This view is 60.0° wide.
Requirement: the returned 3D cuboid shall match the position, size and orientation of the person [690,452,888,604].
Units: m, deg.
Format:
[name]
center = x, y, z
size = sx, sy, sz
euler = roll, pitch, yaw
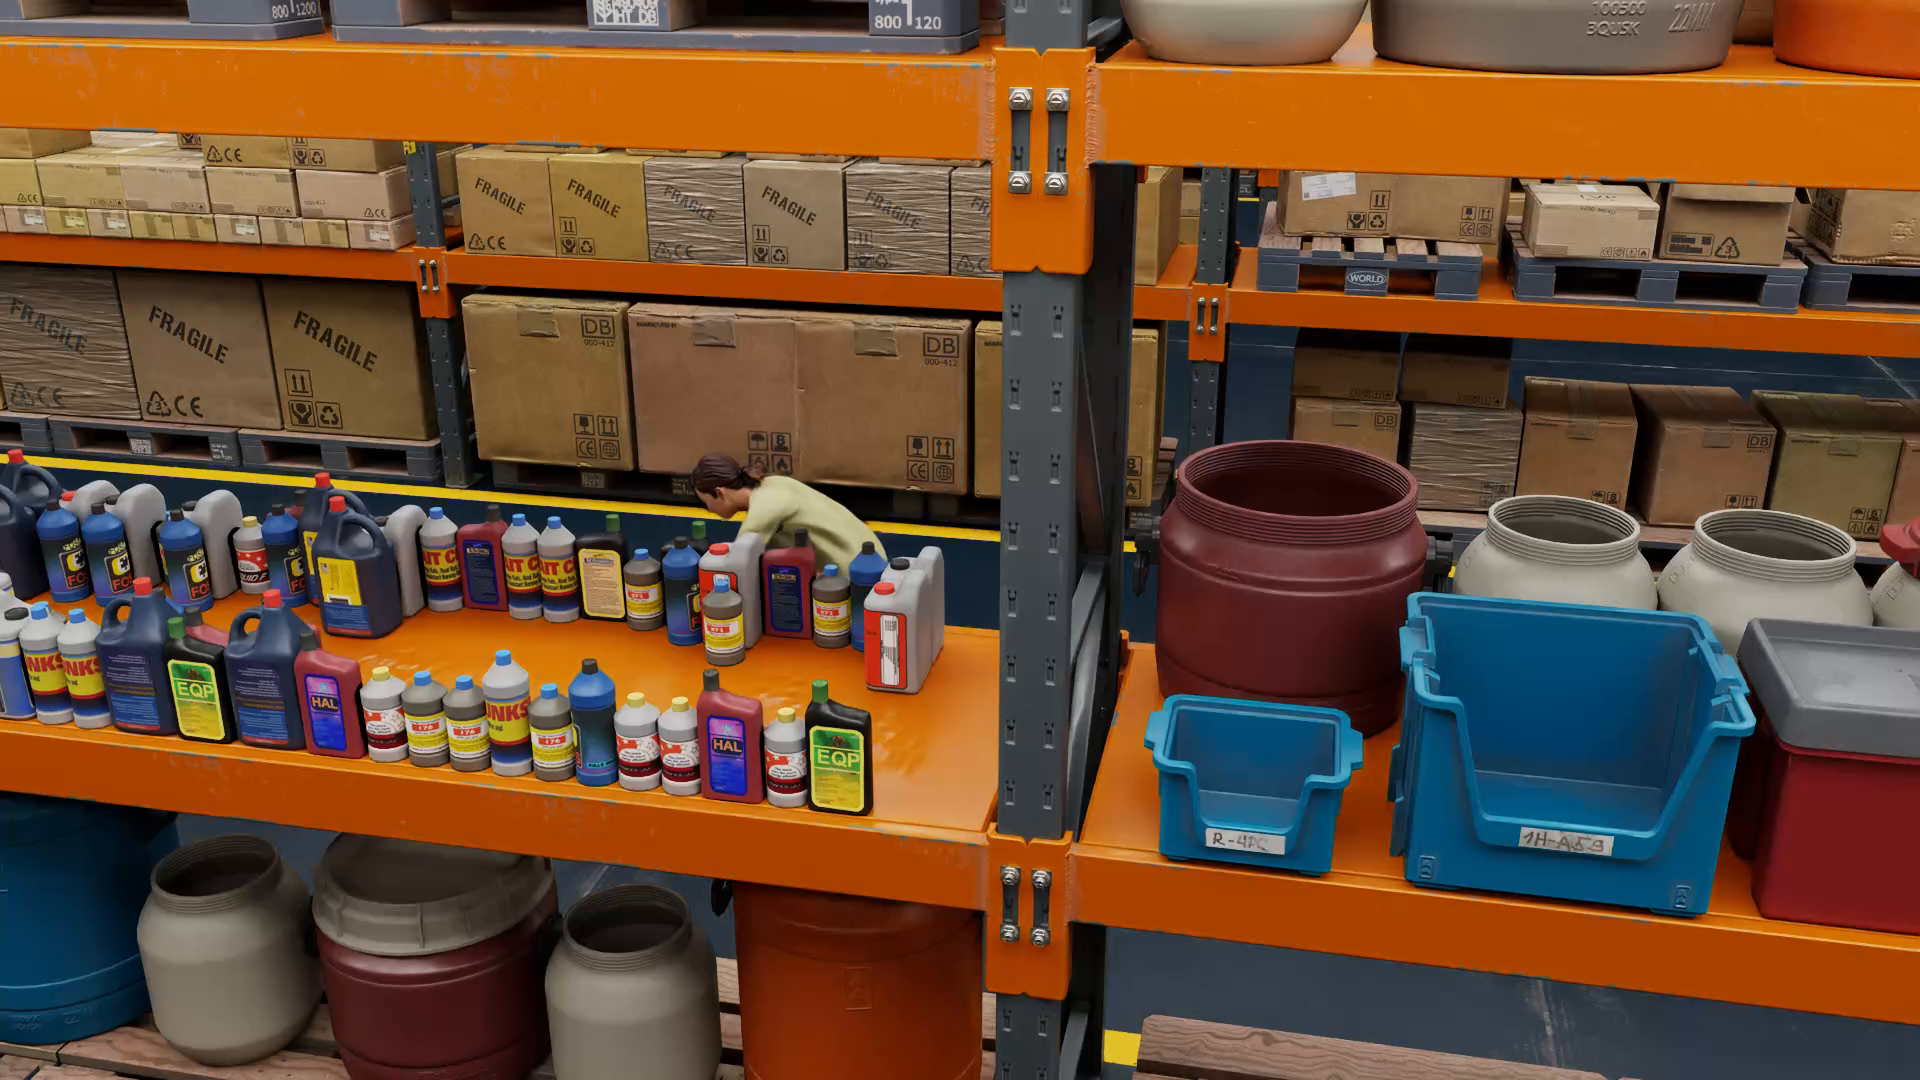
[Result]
[person]
center = -0.688, 0.130, 6.693
size = 0.775, 0.991, 0.496
euler = 4, 22, 11
